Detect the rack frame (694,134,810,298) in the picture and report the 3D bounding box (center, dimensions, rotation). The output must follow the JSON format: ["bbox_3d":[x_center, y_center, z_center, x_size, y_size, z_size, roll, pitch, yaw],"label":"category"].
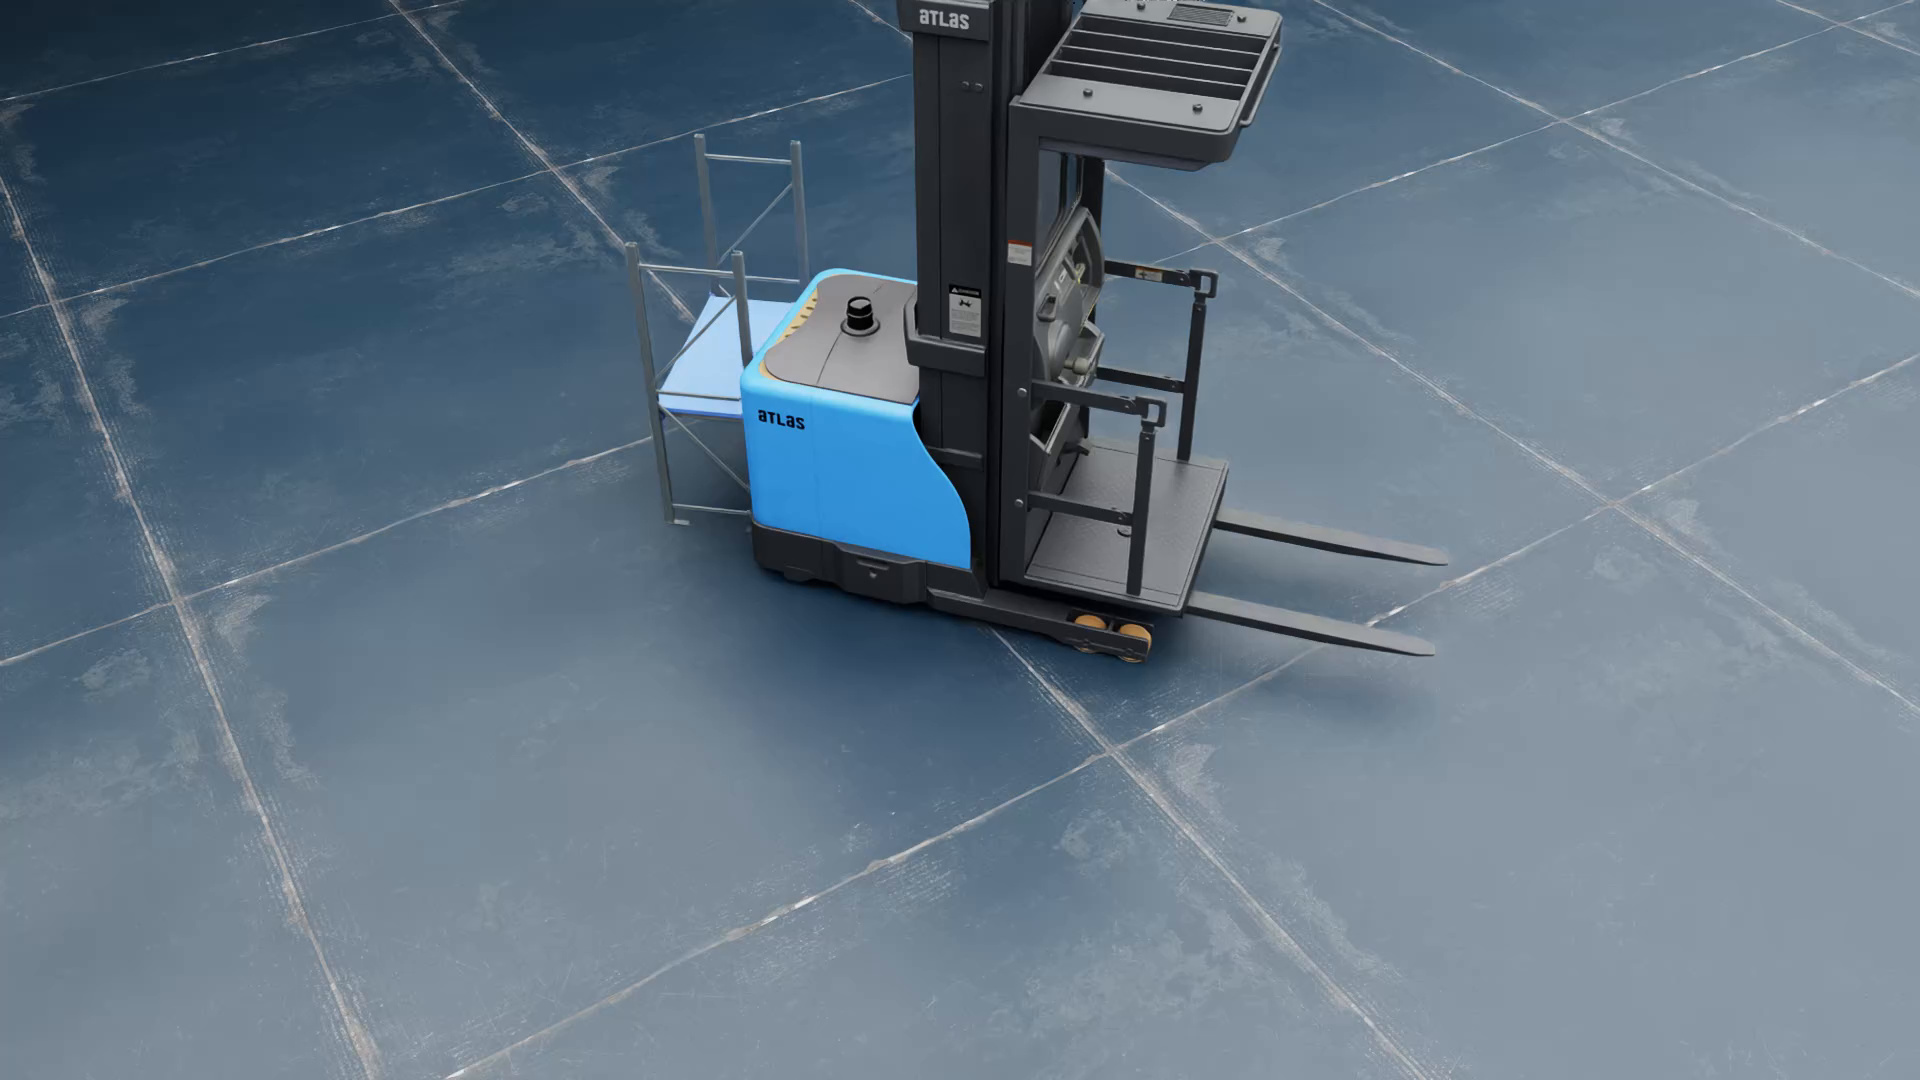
[{"bbox_3d":[-0.986,-1.280,8.175,0.500,1.500,0.032,6,40,7],"label":"rack frame"}]

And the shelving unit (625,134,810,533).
[{"bbox_3d":[-1.068,-0.959,7.789,0.538,1.500,1.048,6,40,7],"label":"shelving unit"}]

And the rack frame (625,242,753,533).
[{"bbox_3d":[-1.149,-0.637,7.404,0.500,1.500,0.032,6,40,7],"label":"rack frame"}]

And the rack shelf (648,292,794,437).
[{"bbox_3d":[-1.068,-0.820,7.905,0.538,0.185,1.000,6,40,7],"label":"rack shelf"}]

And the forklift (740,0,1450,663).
[{"bbox_3d":[0.630,-0.981,6.699,3.031,2.935,1.130,12,41,14],"label":"forklift"}]
